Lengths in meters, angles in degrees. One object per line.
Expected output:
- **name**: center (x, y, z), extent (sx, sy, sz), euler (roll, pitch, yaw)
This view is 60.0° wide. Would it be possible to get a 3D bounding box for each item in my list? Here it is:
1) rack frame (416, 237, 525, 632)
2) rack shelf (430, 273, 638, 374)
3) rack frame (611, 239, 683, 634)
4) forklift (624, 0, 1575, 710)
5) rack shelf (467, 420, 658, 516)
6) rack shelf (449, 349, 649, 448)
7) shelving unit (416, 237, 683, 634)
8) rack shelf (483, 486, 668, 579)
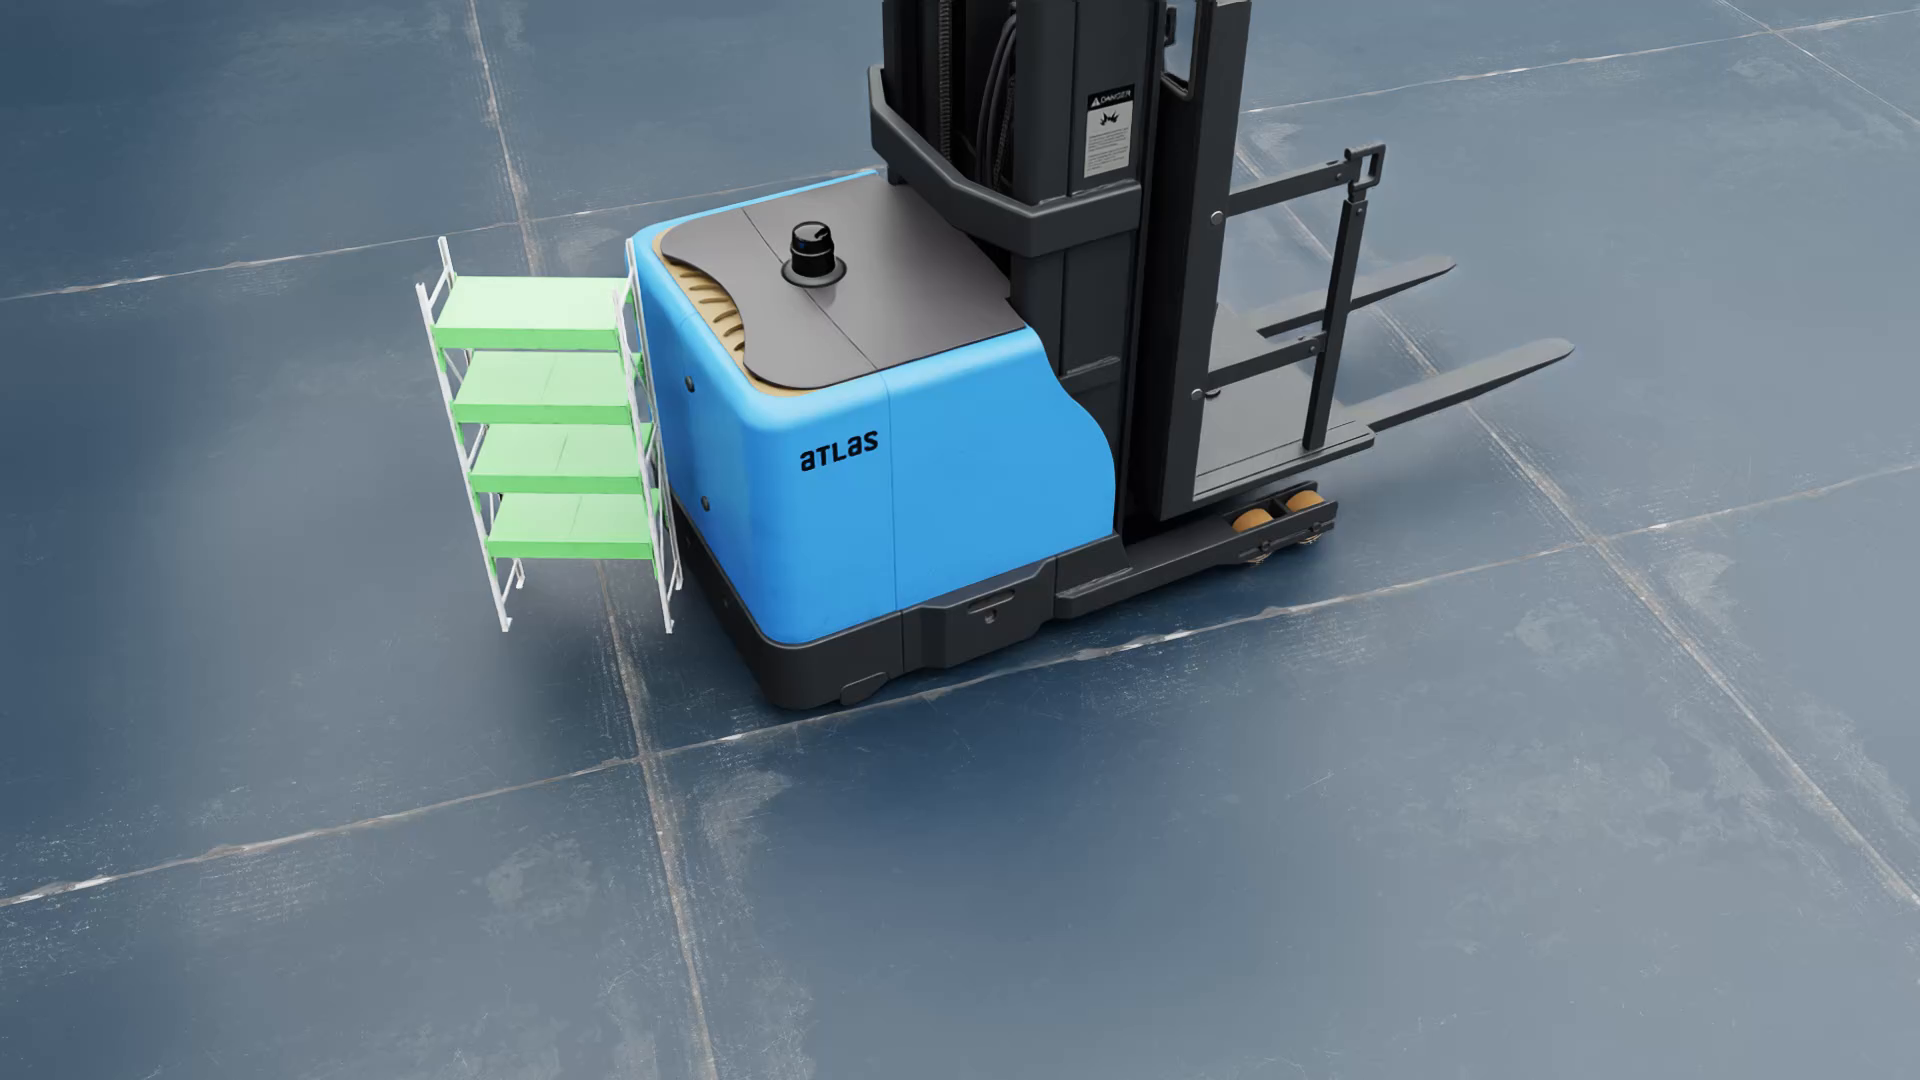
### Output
- **rack frame**: center (-1.349, -0.258, 4.633), extent (0.015, 1.200, 0.240), euler (1, 41, 1)
- **rack shelf**: center (-1.105, -0.568, 4.356), extent (0.480, 0.148, 0.258), euler (1, 41, 1)
- **rack frame**: center (-0.861, -0.252, 4.627), extent (0.015, 1.200, 0.240), euler (1, 41, 1)
- **forklift**: center (0.603, -1.323, 4.536), extent (3.031, 2.935, 1.130), euler (-19, 45, -21)
- **rack shelf**: center (-1.105, -0.207, 4.672), extent (0.480, 0.148, 0.258), euler (1, 41, 1)
- **rack shelf**: center (-1.105, -0.388, 4.514), extent (0.480, 0.148, 0.258), euler (1, 41, 1)
- **shelving unit**: center (-1.105, -0.255, 4.630), extent (0.503, 1.200, 0.258), euler (1, 41, 1)
- **rack shelf**: center (-1.105, -0.026, 4.830), extent (0.480, 0.148, 0.258), euler (1, 41, 1)
